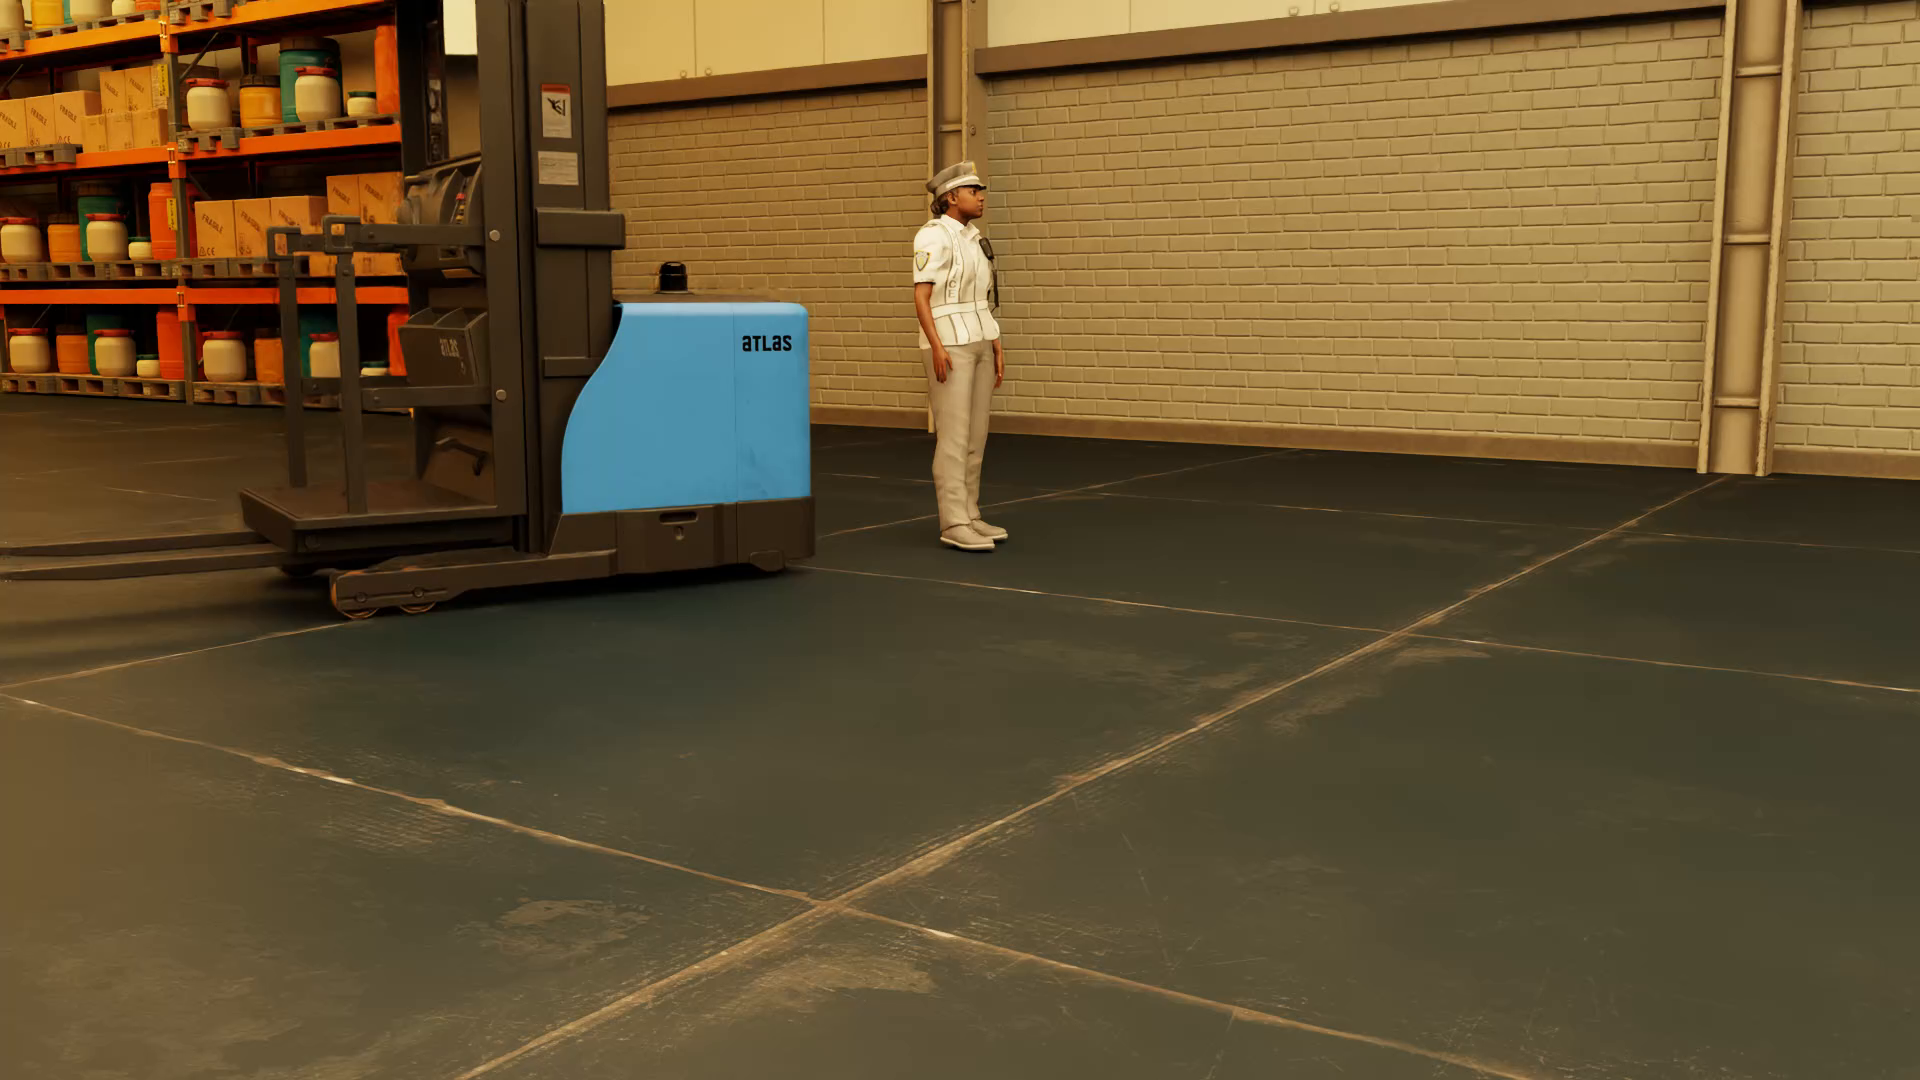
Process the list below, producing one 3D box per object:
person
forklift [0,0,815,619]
[{"bbox_3d":[0.051,-0.838,7.426,0.530,1.694,0.569,5,10,34],"label":"person"},{"bbox_3d":[-2.101,-1.264,6.080,3.031,2.935,1.130,-5,10,-32],"label":"forklift"}]
